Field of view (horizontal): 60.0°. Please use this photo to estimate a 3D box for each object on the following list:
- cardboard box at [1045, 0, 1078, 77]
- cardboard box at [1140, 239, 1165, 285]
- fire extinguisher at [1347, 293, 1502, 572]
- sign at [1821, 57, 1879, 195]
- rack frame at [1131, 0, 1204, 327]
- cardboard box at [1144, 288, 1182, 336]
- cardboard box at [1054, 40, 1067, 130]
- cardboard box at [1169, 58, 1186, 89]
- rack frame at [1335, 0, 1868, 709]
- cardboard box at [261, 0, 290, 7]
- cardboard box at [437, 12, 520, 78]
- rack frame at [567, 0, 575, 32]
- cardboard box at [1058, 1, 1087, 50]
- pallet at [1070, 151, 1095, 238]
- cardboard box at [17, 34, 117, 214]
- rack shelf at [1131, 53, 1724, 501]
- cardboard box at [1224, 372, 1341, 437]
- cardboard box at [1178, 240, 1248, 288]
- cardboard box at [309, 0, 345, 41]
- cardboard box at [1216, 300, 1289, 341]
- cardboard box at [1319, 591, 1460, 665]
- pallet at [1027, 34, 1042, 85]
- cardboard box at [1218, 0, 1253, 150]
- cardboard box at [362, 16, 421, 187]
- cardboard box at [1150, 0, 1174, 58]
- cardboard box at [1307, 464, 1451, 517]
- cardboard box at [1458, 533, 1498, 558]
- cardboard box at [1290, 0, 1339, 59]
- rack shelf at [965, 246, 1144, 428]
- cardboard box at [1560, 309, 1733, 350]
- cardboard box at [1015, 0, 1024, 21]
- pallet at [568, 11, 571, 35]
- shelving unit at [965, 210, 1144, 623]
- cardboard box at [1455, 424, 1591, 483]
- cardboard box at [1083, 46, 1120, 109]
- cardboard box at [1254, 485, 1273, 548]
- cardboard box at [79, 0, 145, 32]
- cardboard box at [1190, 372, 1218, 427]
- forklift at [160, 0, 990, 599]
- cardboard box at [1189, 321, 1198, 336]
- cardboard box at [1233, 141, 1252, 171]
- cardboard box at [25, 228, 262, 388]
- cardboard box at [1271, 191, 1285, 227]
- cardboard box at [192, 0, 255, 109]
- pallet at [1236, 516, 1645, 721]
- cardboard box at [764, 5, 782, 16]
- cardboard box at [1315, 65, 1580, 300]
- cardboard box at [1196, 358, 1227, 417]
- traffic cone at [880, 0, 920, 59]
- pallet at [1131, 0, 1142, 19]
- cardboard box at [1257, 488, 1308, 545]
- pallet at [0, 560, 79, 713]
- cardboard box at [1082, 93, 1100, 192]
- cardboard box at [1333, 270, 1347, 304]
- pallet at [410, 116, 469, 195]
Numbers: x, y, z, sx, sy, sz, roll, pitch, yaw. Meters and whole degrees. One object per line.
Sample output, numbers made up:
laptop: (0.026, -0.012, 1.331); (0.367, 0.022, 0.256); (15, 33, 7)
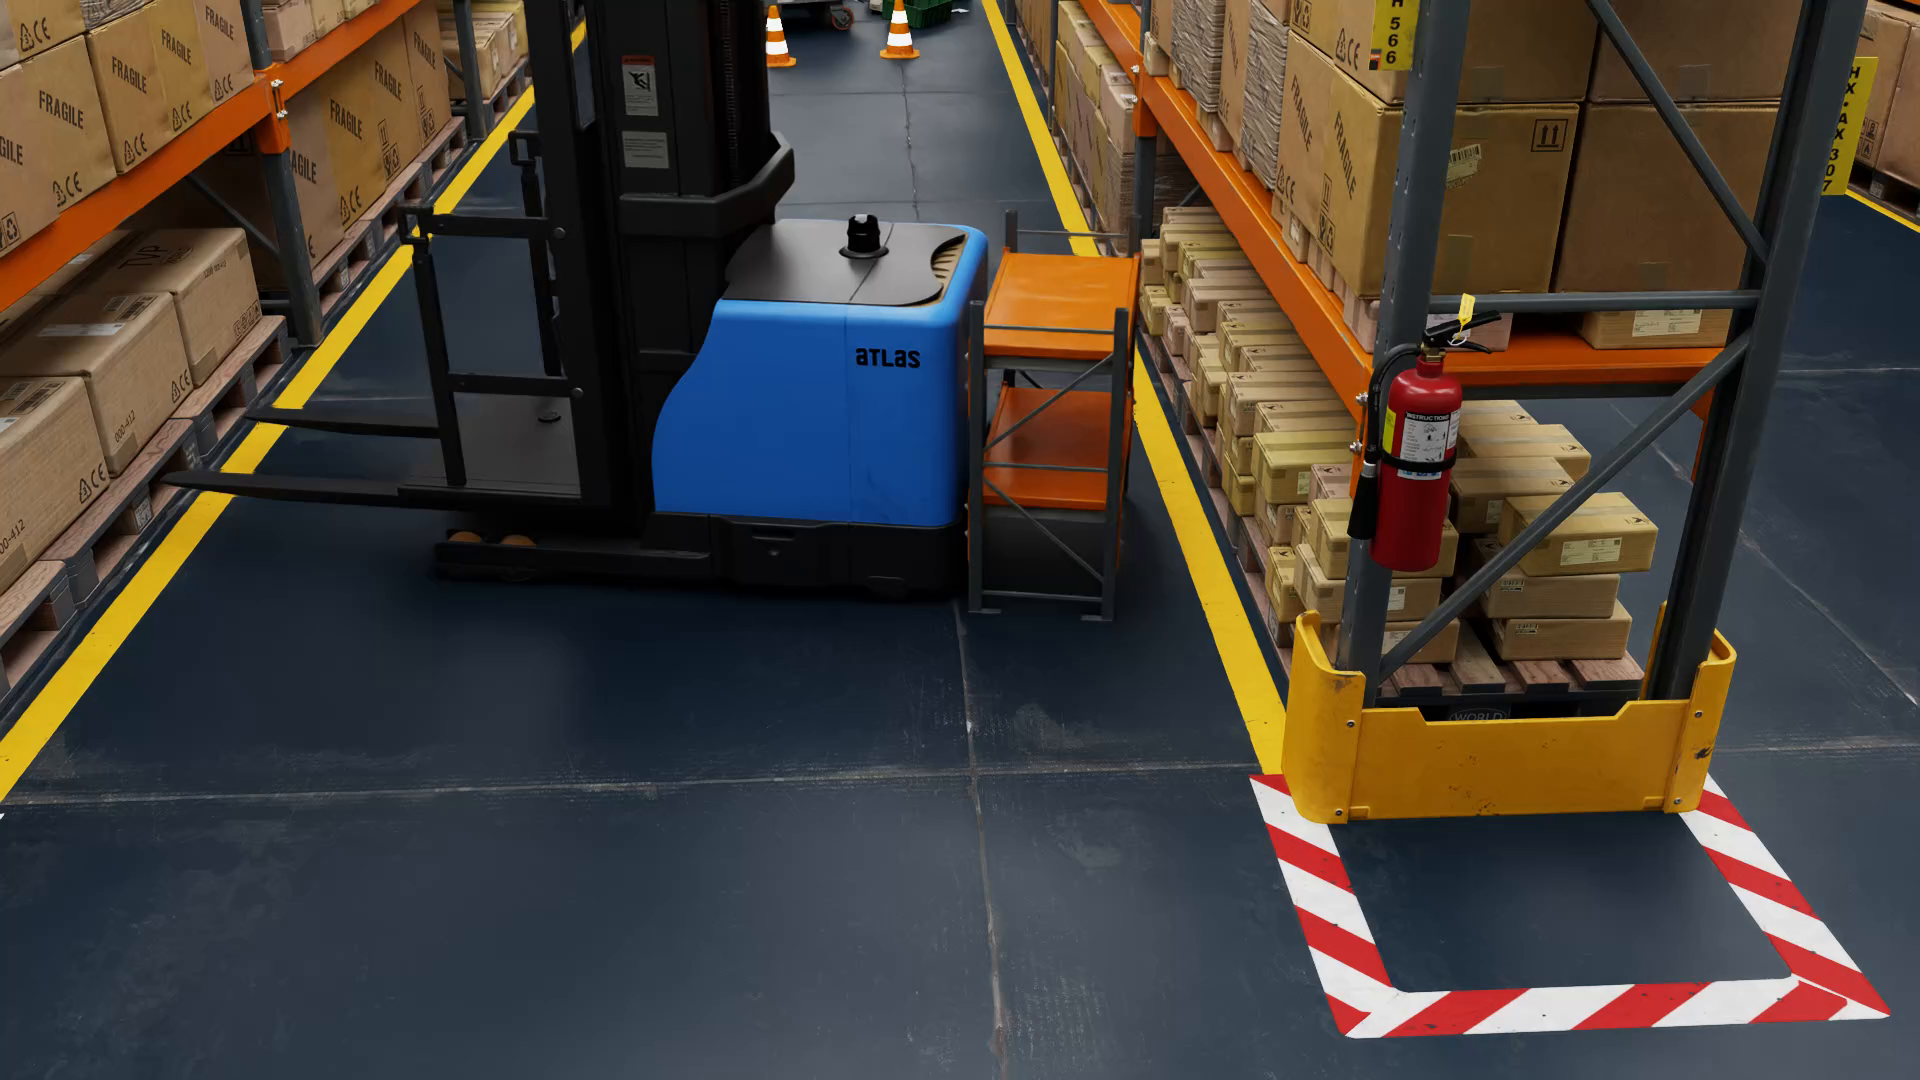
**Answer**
cardboard box: (1.190, -3.749, 12.173); (1.050, 0.750, 0.750); (-2, 28, -3)
cardboard box: (1.040, -1.309, 7.822); (0.380, 0.149, 0.250); (0, 28, 0)
fire extinguisher: (1.102, -0.255, 3.983); (0.296, 0.674, 0.183); (-1, 28, -3)
sign: (2.092, -0.979, 3.948); (0.100, 0.325, 0.005); (-1, 28, -3)
rack frame: (1.341, -2.430, 7.665); (1.000, 3.000, 0.127); (-1, 28, -3)
cardboard box: (1.053, -1.053, 7.654); (0.380, 0.149, 0.250); (-1, 28, -1)
cardboard box: (0.914, -3.022, 11.049); (0.500, 0.500, 0.500); (-3, 28, -5)
cardboard box: (1.117, -2.062, 7.232); (0.380, 0.149, 0.250); (-1, 28, -1)
rack frame: (1.550, -0.582, 4.123); (1.000, 3.000, 0.127); (-1, 28, -3)
cardboard box: (-3.339, -2.629, 7.668); (0.500, 0.250, 0.500); (-2, 28, -4)
cardboard box: (-3.872, -3.734, 12.552); (0.950, 0.372, 0.625); (-2, 28, -4)
rack frame: (-4.015, -5.958, 14.430); (1.000, 3.000, 0.127); (-1, 28, -3)
cardboard box: (0.926, -3.363, 10.892); (0.500, 0.250, 0.500); (-3, 28, -5)
pallet: (1.232, -2.118, 10.082); (1.003, 0.211, 1.213); (-1, 28, -3)
cardboard box: (-3.232, -1.388, 5.560); (0.500, 0.500, 0.500); (0, 28, -1)
rack shelf: (1.445, -1.187, 6.060); (1.077, 0.370, 4.000); (-1, 28, -3)
cardboard box: (1.153, -0.484, 5.921); (0.380, 0.149, 0.250); (0, 28, -1)
cardboard box: (1.170, -1.207, 7.306); (0.380, 0.149, 0.250); (-2, 28, -3)
cardboard box: (-3.385, -2.645, 8.241); (0.500, 0.250, 0.500); (-2, 28, -4)
cardboard box: (1.234, -0.844, 6.610); (0.380, 0.149, 0.250); (-2, 28, -5)
cardboard box: (1.314, 0.257, 5.142); (0.380, 0.149, 0.250); (-1, 28, -2)
pallet: (1.105, -3.968, 13.631); (1.003, 0.211, 1.213); (-1, 28, -3)
cardboard box: (1.196, -1.662, 5.764); (0.500, 0.500, 0.500); (0, 28, 0)
cardboard box: (-3.811, -2.622, 9.877); (0.875, 0.875, 0.875); (-1, 28, -2)
cardboard box: (1.115, -2.371, 7.123); (0.500, 0.500, 0.500); (-2, 28, -4)
cardboard box: (1.313, -0.124, 5.230); (0.380, 0.149, 0.250); (-1, 28, -2)
cardboard box: (1.821, -0.012, 5.337); (0.380, 0.149, 0.250); (-2, 28, -3)
cardboard box: (1.251, -1.641, 4.642); (0.500, 0.500, 0.500); (-2, 28, -4)
rack shelf: (0.349, -0.729, 5.799); (0.538, 0.278, 1.000); (4, 28, 7)
cardboard box: (1.860, -0.629, 4.483); (0.380, 0.149, 0.250); (-2, 28, -3)
cardboard box: (1.045, -5.028, 14.626); (1.050, 0.750, 0.750); (-2, 28, -3)
pallet: (-3.973, -4.362, 14.385); (1.003, 0.211, 1.213); (-1, 28, -3)
shelving unit: (0.349, -0.470, 5.935); (0.538, 1.125, 1.048); (4, 28, 7)
cardboard box: (1.842, -0.262, 5.495); (0.380, 0.149, 0.250); (-1, 28, -3)
cardboard box: (0.994, -2.659, 9.543); (0.500, 0.250, 0.500); (-3, 28, -5)
cardboard box: (1.246, -0.097, 5.821); (0.380, 0.149, 0.250); (-1, 28, -2)
cardboard box: (-3.242, -2.071, 5.787); (0.500, 0.500, 0.500); (-1, 28, -2)
cardboard box: (1.147, -0.578, 6.743); (0.380, 0.149, 0.250); (-2, 28, -4)
forklift: (-1.440, -1.386, 5.738); (3.031, 2.935, 1.130); (3, 28, 7)
cardboard box: (1.203, -0.957, 7.149); (0.380, 0.149, 0.250); (-3, 28, -5)
cardboard box: (1.206, -1.450, 6.058); (0.380, 0.149, 0.250); (0, 28, -1)
cardboard box: (-3.672, -1.021, 7.281); (0.875, 0.438, 0.875); (-2, 28, -3)
cardboard box: (1.226, -1.086, 5.360); (0.380, 0.149, 0.250); (-3, 28, -5)
cardboard box: (-3.318, -2.100, 6.924); (0.500, 0.500, 0.500); (-1, 28, -2)
pallet: (1.539, 0.243, 5.556); (1.003, 0.211, 1.213); (-1, 28, -3)
cardboard box: (-1.914, -5.174, 15.883); (0.258, 0.266, 0.396); (-23, 35, -37)
cardboard box: (1.269, -0.960, 4.417); (0.500, 0.500, 0.500); (-1, 28, -2)
cardboard box: (1.131, -0.597, 6.459); (0.380, 0.149, 0.250); (-1, 28, -2)
traffic cone: (-0.515, -4.344, 14.078); (0.336, 0.463, 0.334); (-1, 28, -3)
pallet: (1.446, -2.701, 8.393); (1.003, 0.211, 1.213); (-1, 28, -3)
cardboard box: (1.208, -0.113, 5.531); (0.380, 0.149, 0.250); (-2, 28, -5)
pallet: (-3.508, 0.453, 5.154); (1.003, 0.211, 1.213); (-1, 28, -3)
cardboard box: (1.002, -2.317, 9.698); (0.500, 0.500, 0.500); (-2, 28, -4)
cardboard box: (1.275, -0.731, 4.679); (0.380, 0.149, 0.250); (-1, 28, -3)
pallet: (-3.840, -2.508, 10.831); (1.003, 0.211, 1.213); (-1, 28, -3)
